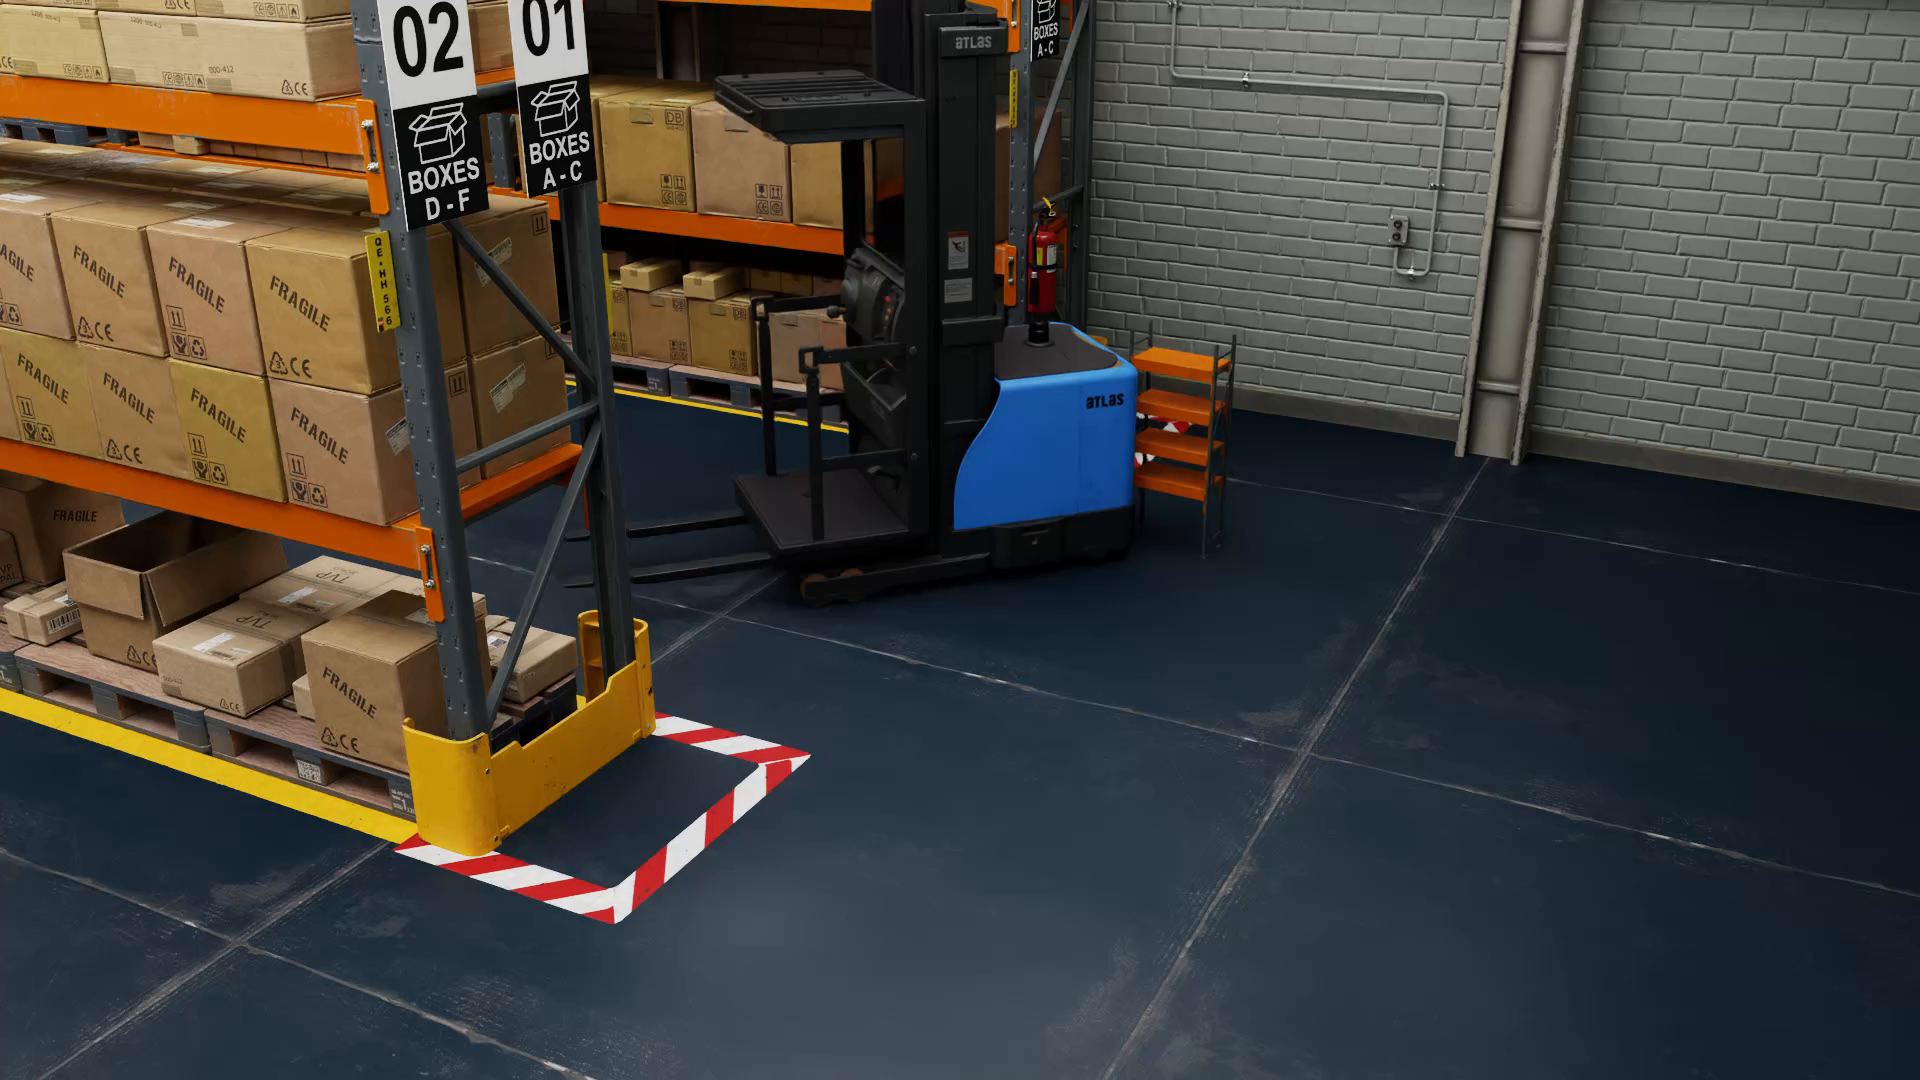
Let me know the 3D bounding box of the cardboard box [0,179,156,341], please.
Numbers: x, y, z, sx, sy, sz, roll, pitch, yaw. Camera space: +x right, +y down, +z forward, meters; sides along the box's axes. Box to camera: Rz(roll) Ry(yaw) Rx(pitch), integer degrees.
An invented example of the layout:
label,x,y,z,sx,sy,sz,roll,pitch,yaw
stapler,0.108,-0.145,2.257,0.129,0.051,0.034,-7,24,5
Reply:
label,x,y,z,sx,sy,sz,roll,pitch,yaw
cardboard box,-3.557,-1.134,6.677,0.500,0.500,0.500,12,26,26

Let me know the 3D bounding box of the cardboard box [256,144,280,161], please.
label,x,y,z,sx,sy,sz,roll,pitch,yaw
cardboard box,-5.219,-3.056,12.898,0.250,0.149,0.380,12,26,25

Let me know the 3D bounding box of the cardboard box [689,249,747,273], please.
label,x,y,z,sx,sy,sz,roll,pitch,yaw
cardboard box,-1.712,-1.942,11.813,0.250,0.149,0.380,10,25,23

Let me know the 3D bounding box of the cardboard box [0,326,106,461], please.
label,x,y,z,sx,sy,sz,roll,pitch,yaw
cardboard box,-3.541,-0.675,6.876,0.500,0.500,0.500,11,25,24

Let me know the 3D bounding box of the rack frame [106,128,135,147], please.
label,x,y,z,sx,sy,sz,roll,pitch,yaw
rack frame,-6.569,-3.519,13.691,0.127,3.000,1.000,11,25,25

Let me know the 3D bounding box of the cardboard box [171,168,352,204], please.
label,x,y,z,sx,sy,sz,roll,pitch,yaw
cardboard box,-2.853,-1.232,6.908,0.500,0.500,0.500,12,26,25

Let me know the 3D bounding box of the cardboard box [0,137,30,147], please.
label,x,y,z,sx,sy,sz,roll,pitch,yaw
cardboard box,-4.663,-1.589,7.748,0.500,0.500,0.500,11,26,25

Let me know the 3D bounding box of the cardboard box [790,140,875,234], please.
label,x,y,z,sx,sy,sz,roll,pitch,yaw
cardboard box,-0.544,-2.455,10.807,0.700,0.700,0.980,11,25,24

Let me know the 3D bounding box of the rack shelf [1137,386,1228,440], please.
label,x,y,z,sx,sy,sz,roll,pitch,yaw
rack shelf,1.175,-0.684,8.925,0.480,0.148,0.258,14,27,30

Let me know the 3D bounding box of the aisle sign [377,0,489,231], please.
label,x,y,z,sx,sy,sz,roll,pitch,yaw
aisle sign,-1.739,-1.453,5.511,0.004,0.787,0.394,11,25,25

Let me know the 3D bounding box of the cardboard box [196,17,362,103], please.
label,x,y,z,sx,sy,sz,roll,pitch,yaw
cardboard box,-2.239,-1.685,5.739,0.500,0.250,0.500,11,25,25

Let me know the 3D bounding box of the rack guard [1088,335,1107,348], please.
label,x,y,z,sx,sy,sz,roll,pitch,yaw
rack guard,0.592,-0.952,10.849,0.348,0.500,1.175,11,25,25

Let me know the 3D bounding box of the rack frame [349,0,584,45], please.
label,x,y,z,sx,sy,sz,roll,pitch,yaw
rack frame,-1.662,-3.136,5.126,0.127,3.000,1.000,11,25,25

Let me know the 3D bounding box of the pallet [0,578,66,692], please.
label,x,y,z,sx,sy,sz,roll,pitch,yaw
pallet,-4.619,0.323,8.221,1.213,0.211,1.003,11,25,25

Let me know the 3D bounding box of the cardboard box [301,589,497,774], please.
label,x,y,z,sx,sy,sz,roll,pitch,yaw
cardboard box,-2.258,0.562,6.726,0.500,0.500,0.500,11,25,25

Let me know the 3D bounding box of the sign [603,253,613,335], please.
label,x,y,z,sx,sy,sz,roll,pitch,yaw
sign,-1.417,-0.963,6.576,0.005,0.325,0.100,11,25,25

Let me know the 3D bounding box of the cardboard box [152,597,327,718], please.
label,x,y,z,sx,sy,sz,roll,pitch,yaw
cardboard box,-3.092,0.499,7.194,0.500,0.250,0.500,11,25,25

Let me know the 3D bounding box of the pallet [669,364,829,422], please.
label,x,y,z,sx,sy,sz,roll,pitch,yaw
pallet,-1.263,-1.153,11.691,1.213,0.211,1.003,11,25,25

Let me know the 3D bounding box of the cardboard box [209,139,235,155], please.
label,x,y,z,sx,sy,sz,roll,pitch,yaw
cardboard box,-5.680,-3.148,13.115,0.250,0.149,0.380,11,25,24

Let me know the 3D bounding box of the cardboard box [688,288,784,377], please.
label,x,y,z,sx,sy,sz,roll,pitch,yaw
cardboard box,-1.475,-1.506,11.617,0.500,0.500,0.700,12,26,26

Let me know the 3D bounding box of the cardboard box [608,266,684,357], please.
label,x,y,z,sx,sy,sz,roll,pitch,yaw
cardboard box,-2.378,-1.688,12.043,0.500,0.500,0.700,12,26,25

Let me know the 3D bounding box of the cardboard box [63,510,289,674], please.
label,x,y,z,sx,sy,sz,roll,pitch,yaw
cardboard box,-3.552,0.195,7.587,0.637,0.503,0.797,11,25,25

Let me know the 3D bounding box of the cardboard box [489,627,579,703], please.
label,x,y,z,sx,sy,sz,roll,pitch,yaw
cardboard box,-1.880,0.540,7.228,0.250,0.149,0.380,11,25,25

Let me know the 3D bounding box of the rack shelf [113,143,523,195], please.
label,x,y,z,sx,sy,sz,roll,pitch,yaw
rack shelf,-4.784,-2.835,13.002,4.000,0.370,1.077,11,25,25

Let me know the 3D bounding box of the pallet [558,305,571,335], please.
label,x,y,z,sx,sy,sz,roll,pitch,yaw
pallet,-3.722,-1.639,12.835,1.213,0.211,1.003,11,25,25

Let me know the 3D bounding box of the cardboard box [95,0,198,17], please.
label,x,y,z,sx,sy,sz,roll,pitch,yaw
cardboard box,-2.681,-2.007,5.856,0.500,0.250,0.500,11,25,25

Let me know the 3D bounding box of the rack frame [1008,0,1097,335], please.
label,x,y,z,sx,sy,sz,roll,pitch,yaw
rack frame,0.570,-2.106,10.370,0.127,3.000,1.000,11,25,25

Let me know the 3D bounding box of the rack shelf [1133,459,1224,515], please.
label,x,y,z,sx,sy,sz,roll,pitch,yaw
rack shelf,1.175,-0.295,9.090,0.480,0.148,0.258,14,27,30

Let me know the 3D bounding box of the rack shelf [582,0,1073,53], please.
label,x,y,z,sx,sy,sz,roll,pitch,yaw
rack shelf,-1.215,-3.509,10.754,4.000,0.370,1.077,11,25,25

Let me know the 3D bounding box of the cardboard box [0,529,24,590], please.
label,x,y,z,sx,sy,sz,roll,pitch,yaw
cardboard box,-4.954,0.103,8.049,0.500,0.311,0.500,11,25,25

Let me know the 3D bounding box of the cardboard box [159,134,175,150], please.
label,x,y,z,sx,sy,sz,roll,pitch,yaw
cardboard box,-6.159,-3.226,13.298,0.250,0.149,0.380,12,26,25

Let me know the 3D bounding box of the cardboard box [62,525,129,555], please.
label,x,y,z,sx,sy,sz,roll,pitch,yaw
cardboard box,-4.233,0.075,8.323,0.250,0.149,0.380,11,25,25

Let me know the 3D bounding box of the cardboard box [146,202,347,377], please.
label,x,y,z,sx,sy,sz,roll,pitch,yaw
cardboard box,-2.634,-0.953,6.253,0.500,0.500,0.500,12,26,26

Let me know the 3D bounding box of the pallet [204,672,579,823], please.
label,x,y,z,sx,sy,sz,roll,pitch,yaw
pallet,-2.441,0.754,7.207,1.213,0.211,1.003,11,25,25

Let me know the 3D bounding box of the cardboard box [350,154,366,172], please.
label,x,y,z,sx,sy,sz,roll,pitch,yaw
cardboard box,-4.326,-2.857,12.431,0.250,0.149,0.380,11,25,25

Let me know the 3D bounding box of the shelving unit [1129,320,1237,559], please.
label,x,y,z,sx,sy,sz,roll,pitch,yaw
shelving unit,1.175,-0.540,8.986,0.503,1.200,0.258,14,27,30

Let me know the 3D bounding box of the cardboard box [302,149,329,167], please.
label,x,y,z,sx,sy,sz,roll,pitch,yaw
cardboard box,-4.775,-2.957,12.667,0.250,0.149,0.380,12,26,26

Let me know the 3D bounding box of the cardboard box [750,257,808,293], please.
label,x,y,z,sx,sy,sz,roll,pitch,yaw
cardboard box,-1.256,-1.852,11.601,0.250,0.149,0.380,11,25,24

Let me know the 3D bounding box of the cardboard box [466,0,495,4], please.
label,x,y,z,sx,sy,sz,roll,pitch,yaw
cardboard box,-2.003,-2.098,6.071,0.500,0.250,0.500,11,25,25

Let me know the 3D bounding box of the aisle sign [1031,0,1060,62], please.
label,x,y,z,sx,sy,sz,roll,pitch,yaw
aisle sign,0.499,-3.185,9.585,0.004,0.787,0.394,11,25,25

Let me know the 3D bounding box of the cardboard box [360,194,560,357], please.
label,x,y,z,sx,sy,sz,roll,pitch,yaw
cardboard box,-1.939,-1.052,6.485,0.500,0.500,0.500,12,26,26

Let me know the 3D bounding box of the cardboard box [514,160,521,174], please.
label,x,y,z,sx,sy,sz,roll,pitch,yaw
cardboard box,-3.209,-2.835,12.378,0.250,0.149,0.380,10,25,23

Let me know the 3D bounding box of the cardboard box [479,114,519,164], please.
label,x,y,z,sx,sy,sz,roll,pitch,yaw
cardboard box,-3.525,-2.998,11.933,0.500,0.500,0.500,11,25,24

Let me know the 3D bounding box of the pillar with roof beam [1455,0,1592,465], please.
label,x,y,z,sx,sy,sz,roll,pitch,yaw
pillar with roof beam,1.428,-3.189,5.249,0.400,9.000,9.100,11,25,25

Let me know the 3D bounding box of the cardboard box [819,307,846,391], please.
label,x,y,z,sx,sy,sz,roll,pitch,yaw
cardboard box,-0.546,-1.326,11.193,0.500,0.500,0.700,11,25,24

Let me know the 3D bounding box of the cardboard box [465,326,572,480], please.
label,x,y,z,sx,sy,sz,roll,pitch,yaw
cardboard box,-1.939,-0.592,6.681,0.500,0.500,0.500,12,26,26

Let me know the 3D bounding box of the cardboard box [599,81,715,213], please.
label,x,y,z,sx,sy,sz,roll,pitch,yaw
cardboard box,-1.874,-2.718,11.426,0.700,0.700,0.980,11,25,23

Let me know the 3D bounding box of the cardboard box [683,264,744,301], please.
label,x,y,z,sx,sy,sz,roll,pitch,yaw
cardboard box,-1.689,-1.770,11.407,0.250,0.149,0.380,10,25,23

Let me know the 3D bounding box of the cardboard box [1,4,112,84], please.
label,x,y,z,sx,sy,sz,roll,pitch,yaw
cardboard box,-3.132,-1.861,6.152,0.500,0.250,0.500,11,25,25

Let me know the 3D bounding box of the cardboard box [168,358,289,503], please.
label,x,y,z,sx,sy,sz,roll,pitch,yaw
cardboard box,-2.649,-0.496,6.455,0.500,0.500,0.500,11,26,25

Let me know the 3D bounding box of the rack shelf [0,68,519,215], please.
label,x,y,z,sx,sy,sz,roll,pitch,yaw
rack shelf,-3.446,-1.778,6.684,4.000,0.370,1.077,11,25,25

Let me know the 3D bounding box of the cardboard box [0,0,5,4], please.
label,x,y,z,sx,sy,sz,roll,pitch,yaw
cardboard box,-3.575,-2.182,6.269,0.500,0.250,0.500,11,25,25

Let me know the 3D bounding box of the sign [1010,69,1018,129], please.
label,x,y,z,sx,sy,sz,roll,pitch,yaw
sign,0.313,-2.561,9.657,0.005,0.325,0.100,11,25,25

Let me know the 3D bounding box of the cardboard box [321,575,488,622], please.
label,x,y,z,sx,sy,sz,roll,pitch,yaw
cardboard box,-2.465,0.404,7.418,0.500,0.250,0.500,11,25,25

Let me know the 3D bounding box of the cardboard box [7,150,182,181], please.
label,x,y,z,sx,sy,sz,roll,pitch,yaw
cardboard box,-3.755,-1.410,7.328,0.500,0.500,0.500,11,26,25

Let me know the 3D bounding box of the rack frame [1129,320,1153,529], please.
label,x,y,z,sx,sy,sz,roll,pitch,yaw
rack frame,0.971,-0.592,9.109,0.015,1.200,0.240,14,27,30

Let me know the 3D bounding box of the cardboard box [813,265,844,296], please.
label,x,y,z,sx,sy,sz,roll,pitch,yaw
cardboard box,-0.801,-1.762,11.390,0.250,0.149,0.380,12,26,25

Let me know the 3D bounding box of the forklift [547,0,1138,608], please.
label,x,y,z,sx,sy,sz,roll,pitch,yaw
forklift,-0.630,-1.239,8.419,3.031,2.935,1.130,-8,24,-18
